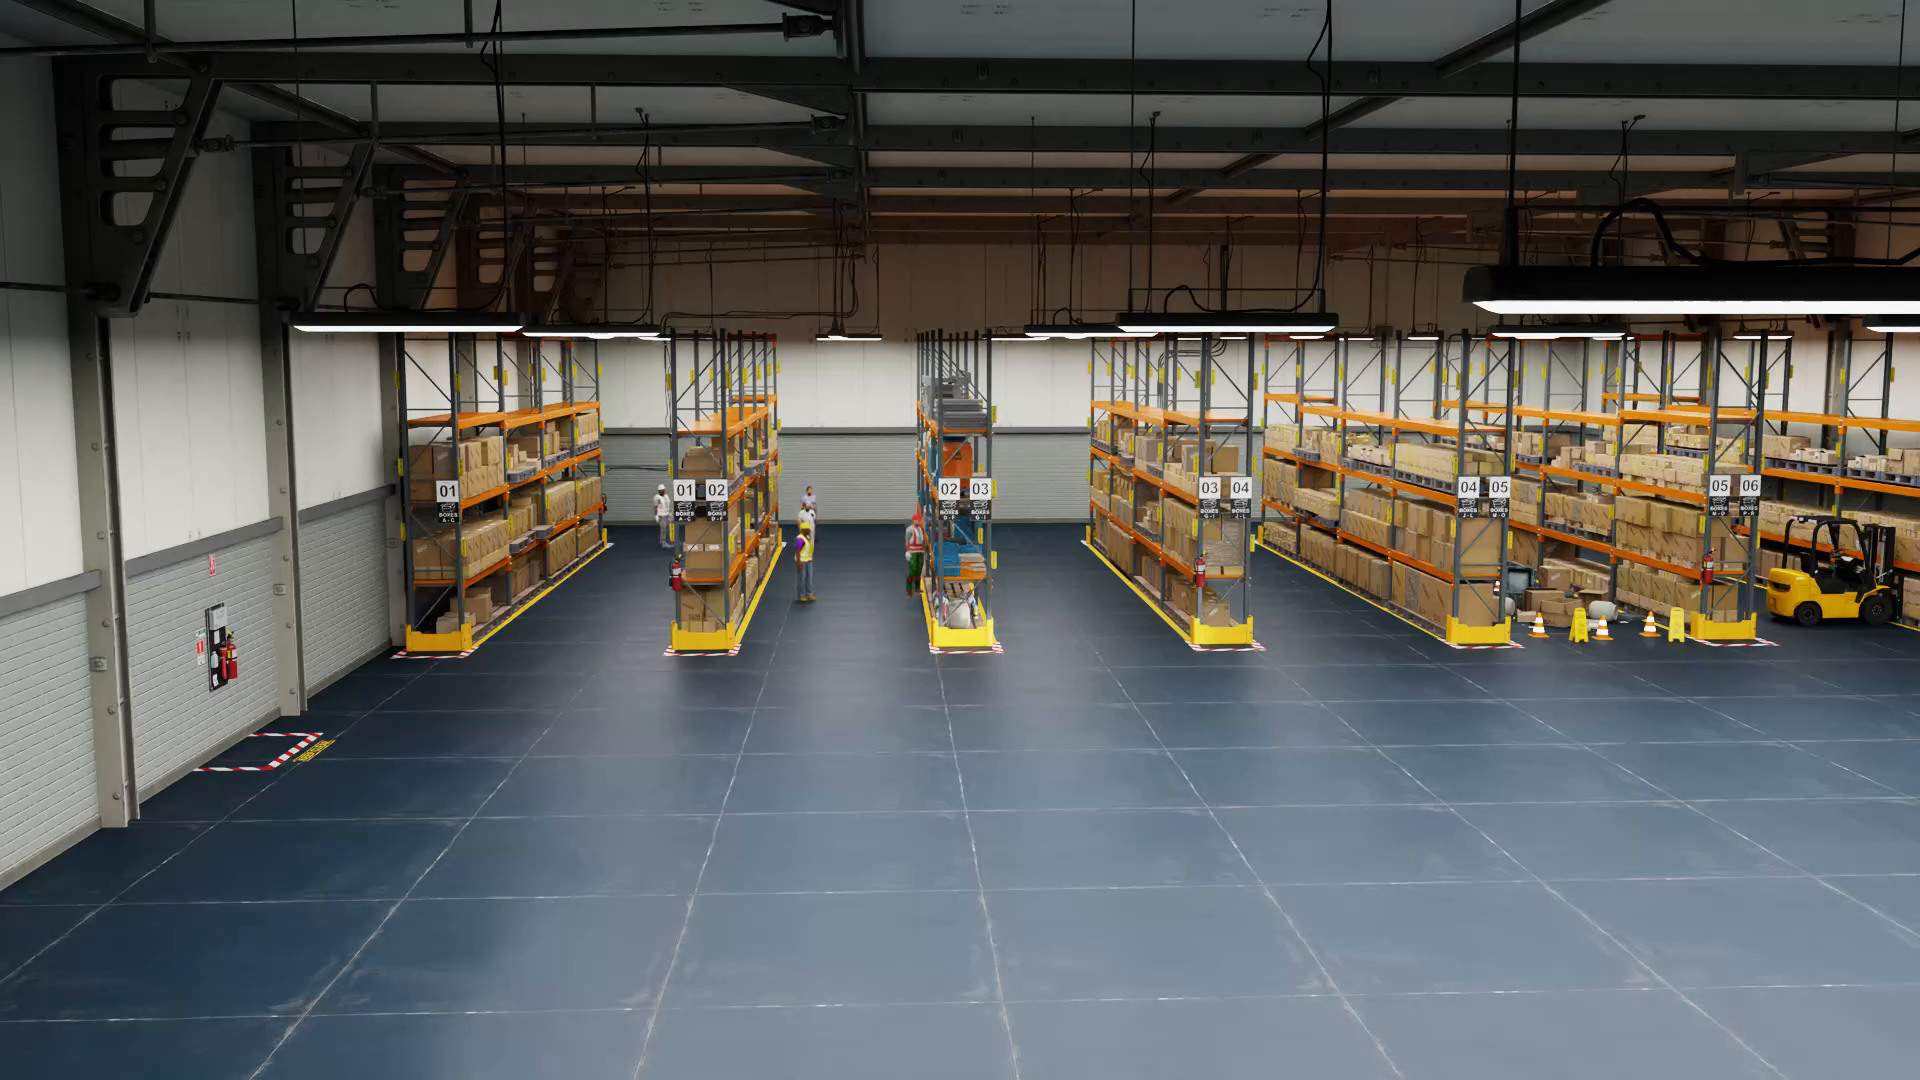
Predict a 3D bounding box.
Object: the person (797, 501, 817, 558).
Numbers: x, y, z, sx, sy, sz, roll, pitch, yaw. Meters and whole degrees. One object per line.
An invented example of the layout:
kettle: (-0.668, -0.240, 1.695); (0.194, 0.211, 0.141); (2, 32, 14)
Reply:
person: (-4.014, -0.229, 43.715); (0.495, 1.623, 0.929); (0, 7, 2)

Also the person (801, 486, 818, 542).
person: (-4.384, -0.763, 48.327); (0.504, 1.606, 0.979); (-2, 7, -15)

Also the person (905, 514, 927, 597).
person: (-0.970, 0.334, 37.482); (0.606, 1.854, 0.405); (-7, 9, -44)

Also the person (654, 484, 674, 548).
person: (-8.331, -0.660, 46.852); (0.489, 1.824, 0.567); (1, 7, 11)

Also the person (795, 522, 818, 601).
person: (-3.465, 0.486, 37.079); (0.395, 1.771, 0.619); (4, 8, 33)
